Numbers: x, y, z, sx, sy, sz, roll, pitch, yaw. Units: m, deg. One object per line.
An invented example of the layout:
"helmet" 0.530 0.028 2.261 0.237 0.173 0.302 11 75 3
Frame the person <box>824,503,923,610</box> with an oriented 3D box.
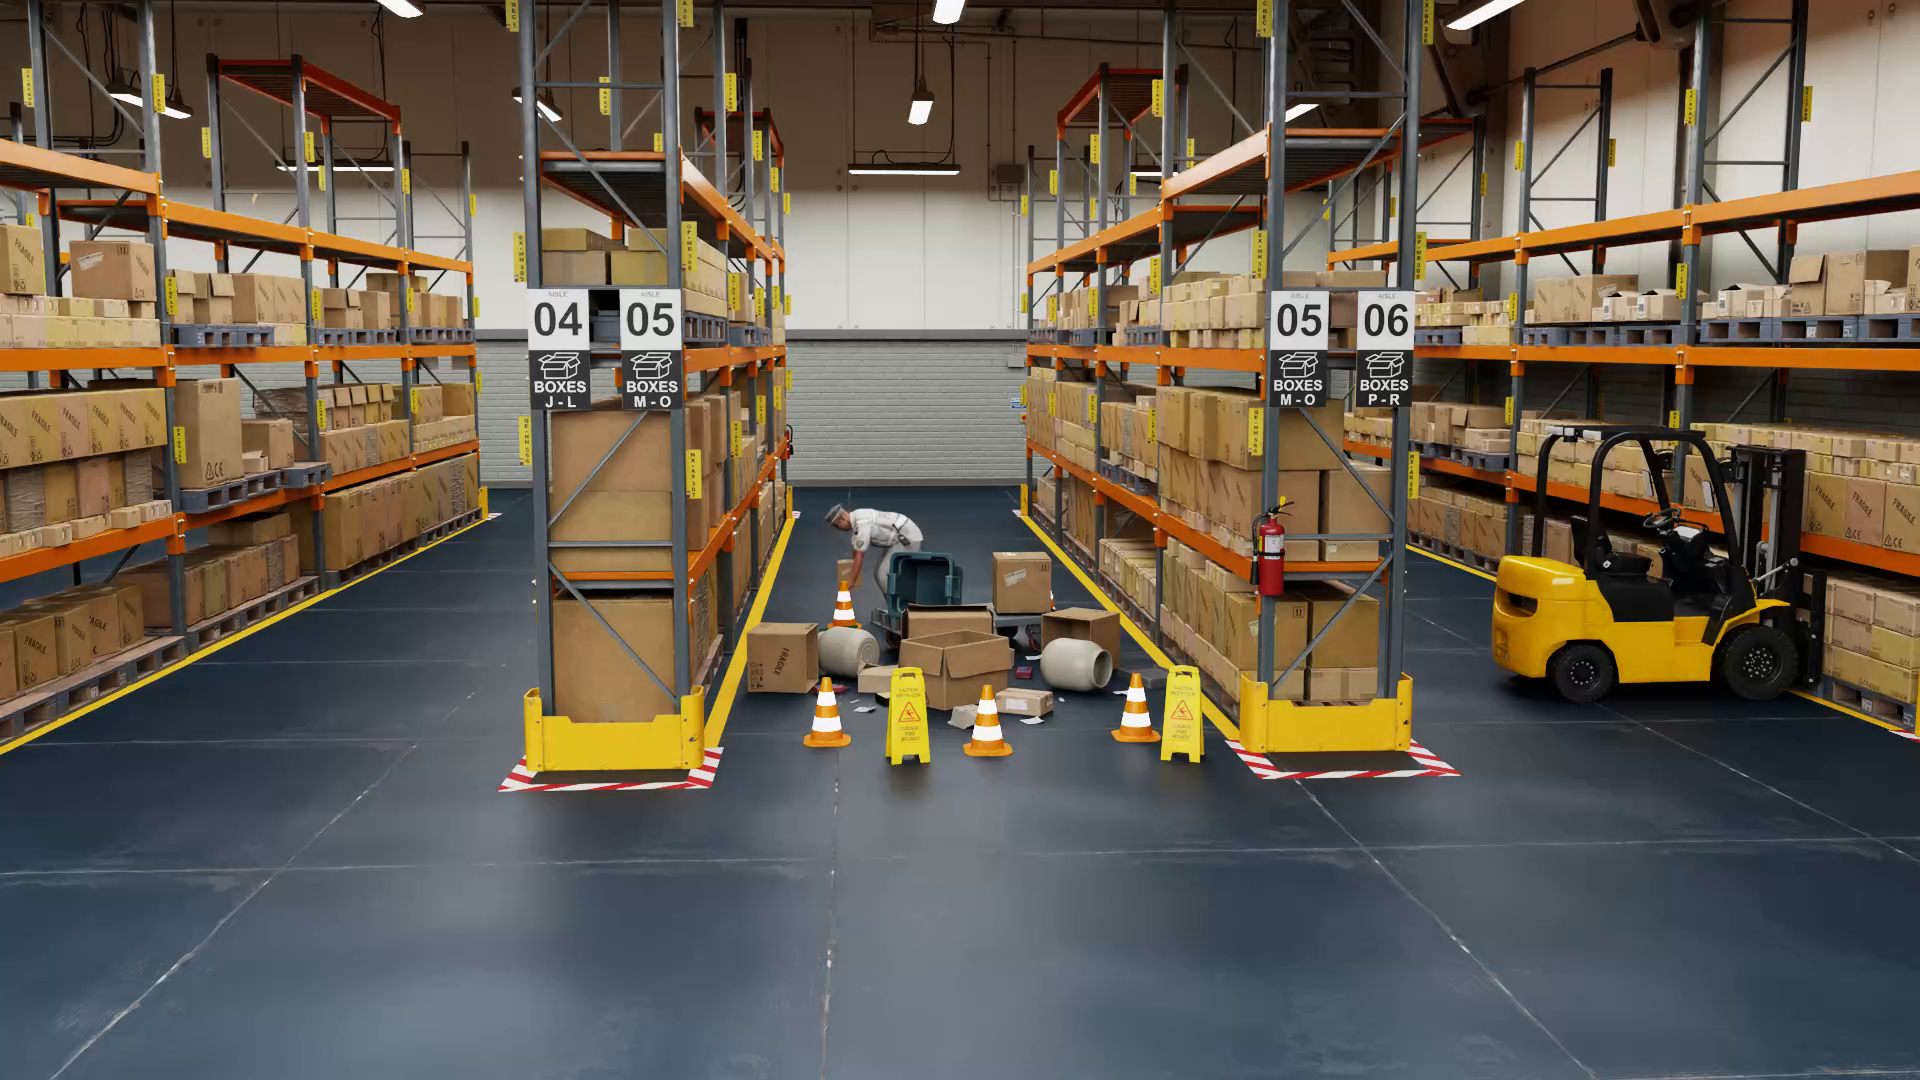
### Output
"person" -0.891 0.224 17.121 1.022 1.215 0.508 -1 7 -6
